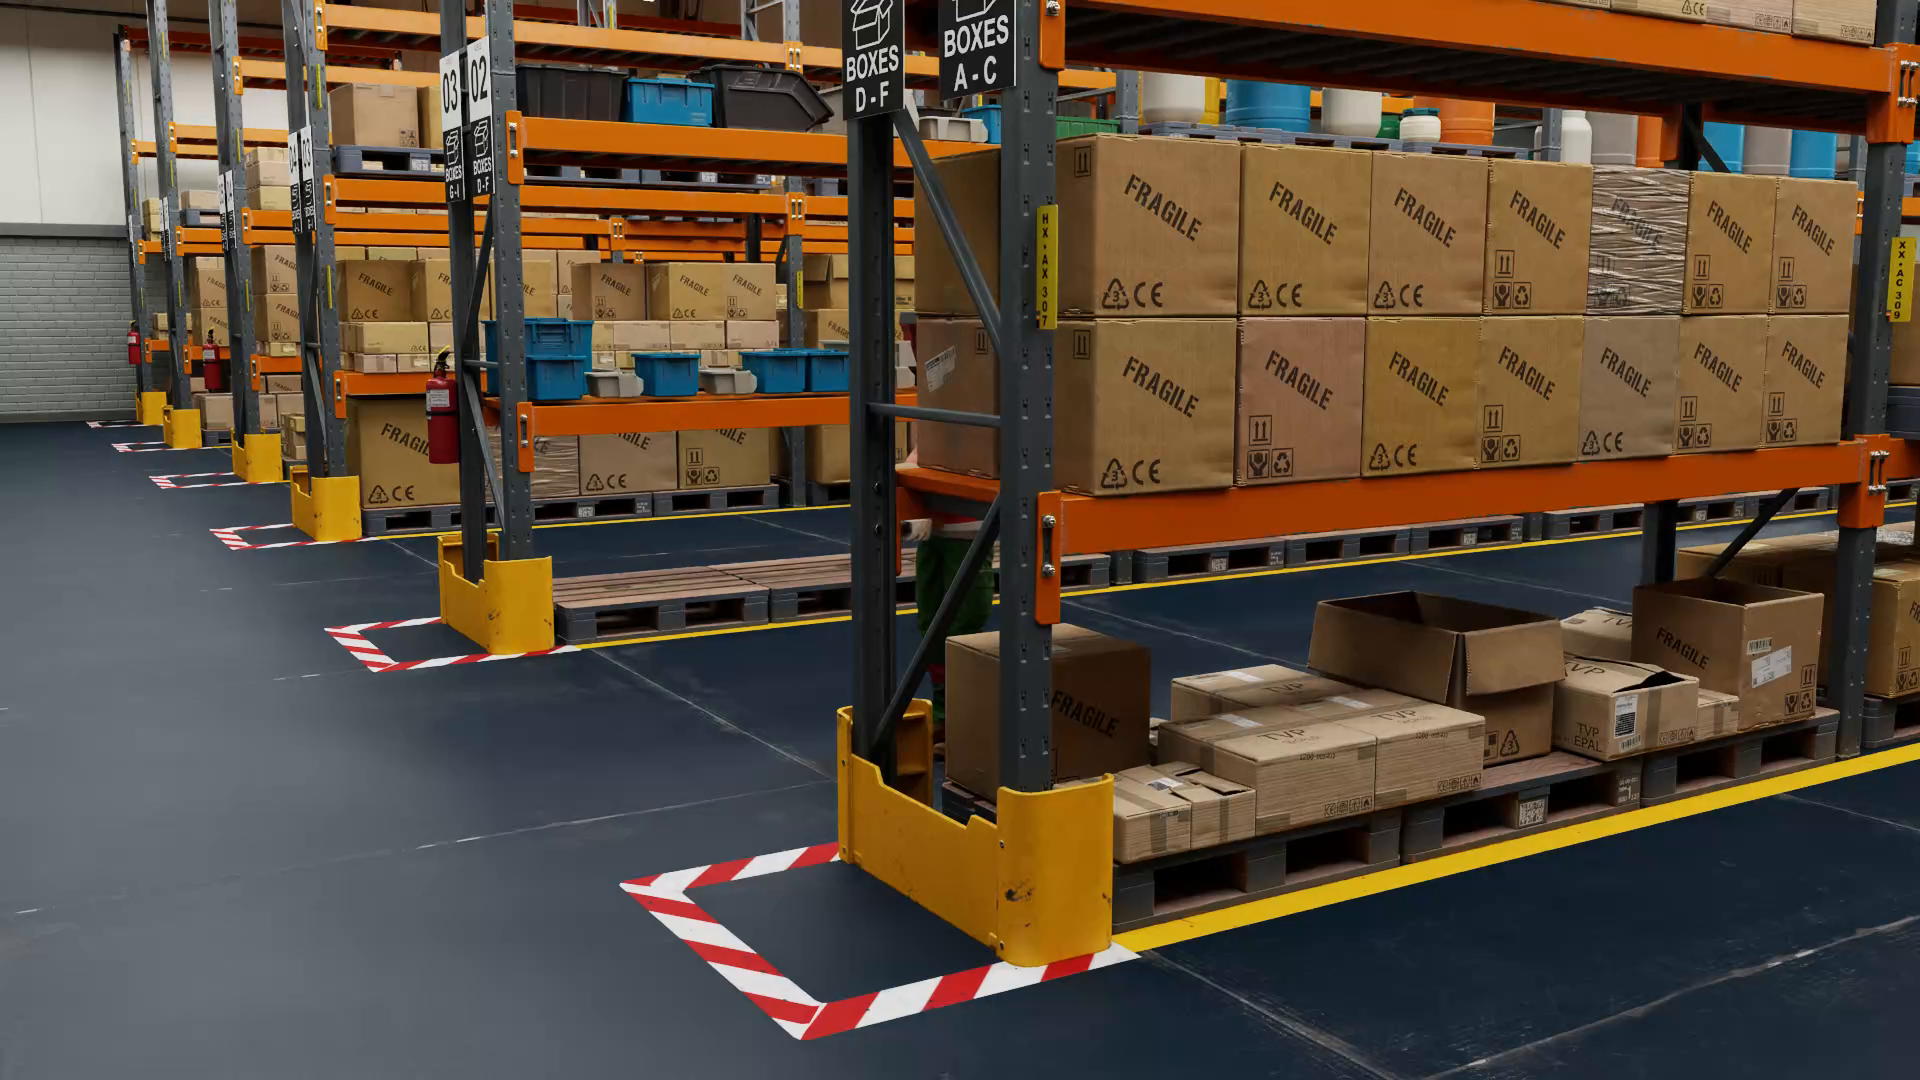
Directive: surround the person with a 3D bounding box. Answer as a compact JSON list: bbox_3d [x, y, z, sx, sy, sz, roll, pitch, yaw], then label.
[{"bbox_3d":[-0.083,-0.005,6.789,0.563,1.783,0.494,-5,9,-31],"label":"person"}]
